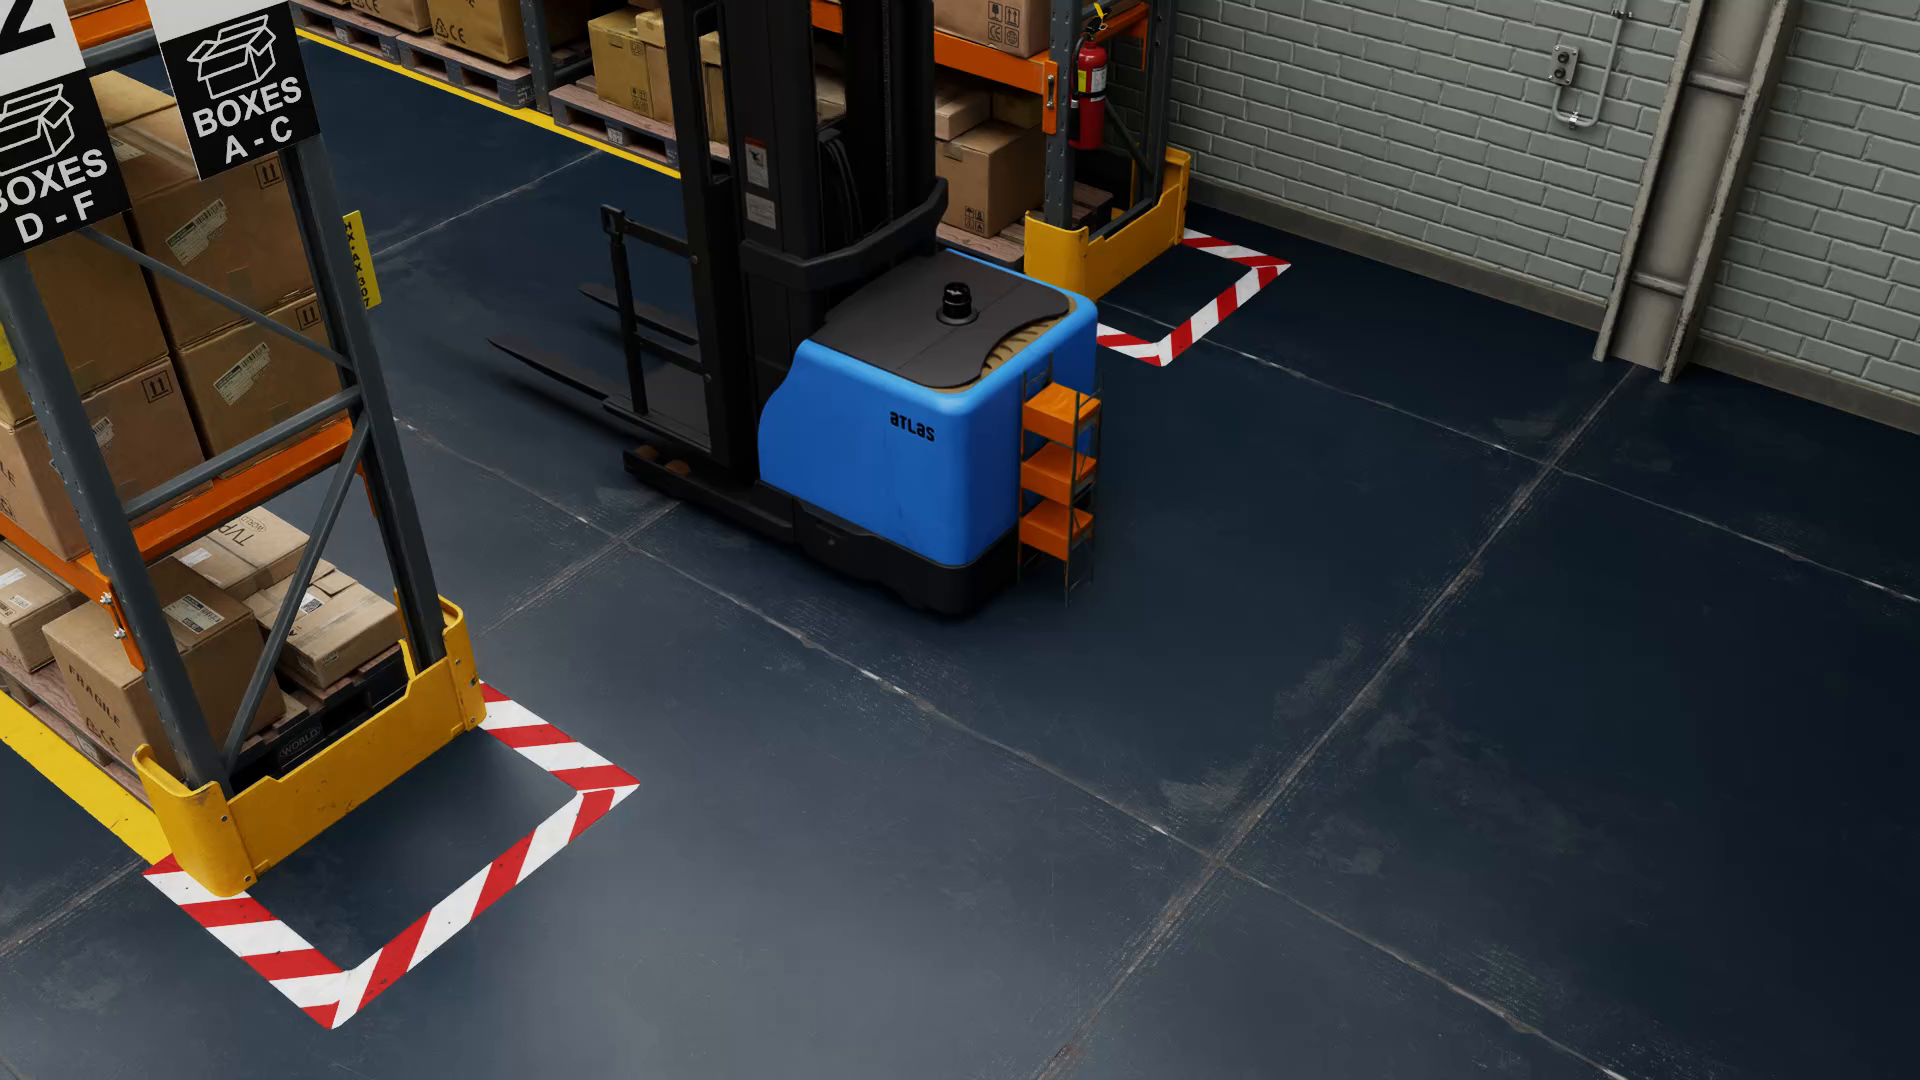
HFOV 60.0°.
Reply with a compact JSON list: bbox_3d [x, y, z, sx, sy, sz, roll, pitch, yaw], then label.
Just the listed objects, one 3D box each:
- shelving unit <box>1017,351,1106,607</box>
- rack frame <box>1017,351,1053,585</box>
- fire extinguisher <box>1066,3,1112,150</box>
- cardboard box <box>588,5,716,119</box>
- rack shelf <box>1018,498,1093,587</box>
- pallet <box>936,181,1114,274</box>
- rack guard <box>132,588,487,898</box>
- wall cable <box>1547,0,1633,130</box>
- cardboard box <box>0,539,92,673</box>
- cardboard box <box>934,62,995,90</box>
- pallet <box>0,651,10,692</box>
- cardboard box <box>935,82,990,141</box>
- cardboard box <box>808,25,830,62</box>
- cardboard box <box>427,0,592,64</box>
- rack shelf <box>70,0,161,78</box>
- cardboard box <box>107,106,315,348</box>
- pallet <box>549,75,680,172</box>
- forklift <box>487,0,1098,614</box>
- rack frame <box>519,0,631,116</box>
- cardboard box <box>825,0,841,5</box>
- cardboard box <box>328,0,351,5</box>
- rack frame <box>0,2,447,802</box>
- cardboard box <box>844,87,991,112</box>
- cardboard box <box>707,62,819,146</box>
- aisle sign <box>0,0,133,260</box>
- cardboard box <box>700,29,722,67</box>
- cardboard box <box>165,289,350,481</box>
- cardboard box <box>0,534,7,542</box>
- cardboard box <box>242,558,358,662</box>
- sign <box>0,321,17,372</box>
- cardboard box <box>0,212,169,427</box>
[{"bbox_3d":[0.400,-0.231,6.693,0.252,1.050,0.215,24,44,28],"label":"shelving unit"},{"bbox_3d":[0.302,-0.275,6.750,0.008,1.050,0.200,24,44,28],"label":"rack frame"},{"bbox_3d":[0.622,-2.231,8.031,0.183,0.674,0.296,25,45,29],"label":"fire extinguisher"},{"bbox_3d":[-1.863,-3.040,10.386,0.500,0.500,0.700,26,45,29],"label":"cardboard box"},{"bbox_3d":[0.400,-0.003,6.871,0.240,0.259,0.215,24,44,28],"label":"rack shelf"},{"bbox_3d":[0.100,-1.854,9.447,1.213,0.211,1.003,25,45,29],"label":"pallet"},{"bbox_3d":[-2.284,0.692,5.960,0.348,0.500,1.175,25,45,29],"label":"rack guard"},{"bbox_3d":[2.374,-3.074,7.919,1.851,1.984,0.084,25,45,29],"label":"wall cable"},{"bbox_3d":[-3.542,0.192,6.445,0.500,0.250,0.500,25,45,29],"label":"cardboard box"},{"bbox_3d":[-0.016,-2.581,9.274,0.250,0.149,0.380,25,45,29],"label":"cardboard box"},{"bbox_3d":[-3.883,0.051,7.014,1.213,0.211,1.003,25,45,29],"label":"pallet"},{"bbox_3d":[-0.047,-2.299,8.914,0.250,0.149,0.380,25,44,28],"label":"cardboard box"},{"bbox_3d":[-0.822,-2.960,9.759,0.250,0.149,0.380,24,44,28],"label":"cardboard box"},{"bbox_3d":[-2.990,-3.687,10.930,0.750,0.750,0.750,26,45,29],"label":"cardboard box"},{"bbox_3d":[-3.813,-1.910,5.407,4.000,0.370,1.077,25,45,29],"label":"rack shelf"},{"bbox_3d":[-2.416,-0.992,5.192,0.500,0.500,0.500,27,45,30],"label":"cardboard box"},{"bbox_3d":[-1.838,-2.768,10.614,1.213,0.211,1.003,25,45,29],"label":"pallet"},{"bbox_3d":[-0.909,-1.585,6.897,3.031,2.935,1.130,24,44,28],"label":"forklift"},{"bbox_3d":[-2.395,-4.189,10.167,0.127,3.000,1.000,25,45,29],"label":"rack frame"},{"bbox_3d":[-0.213,-3.262,8.740,0.700,0.700,0.980,25,44,28],"label":"cardboard box"},{"bbox_3d":[-4.376,-4.335,11.757,0.750,0.750,0.750,25,44,28],"label":"cardboard box"},{"bbox_3d":[-2.224,-0.264,5.153,0.127,3.000,1.000,25,45,29],"label":"rack frame"},{"bbox_3d":[-0.232,-2.272,9.406,0.500,0.500,0.700,25,45,28],"label":"cardboard box"},{"bbox_3d":[-1.060,-2.656,9.897,0.500,0.500,0.700,26,45,30],"label":"cardboard box"},{"bbox_3d":[-2.356,-1.112,4.128,0.004,0.787,0.394,25,45,29],"label":"aisle sign"},{"bbox_3d":[-1.287,-2.882,9.659,0.250,0.149,0.380,24,44,27],"label":"cardboard box"},{"bbox_3d":[-2.416,-0.598,5.500,0.500,0.500,0.500,26,45,29],"label":"cardboard box"},{"bbox_3d":[-3.906,-0.251,6.805,0.637,0.503,0.797,25,45,29],"label":"cardboard box"},{"bbox_3d":[-2.546,0.260,6.426,0.250,0.166,0.380,25,45,29],"label":"cardboard box"},{"bbox_3d":[-2.577,-0.580,4.362,0.005,0.325,0.100,25,45,29],"label":"sign"},{"bbox_3d":[-2.745,-0.729,4.855,0.500,0.500,0.500,25,44,28],"label":"cardboard box"}]
